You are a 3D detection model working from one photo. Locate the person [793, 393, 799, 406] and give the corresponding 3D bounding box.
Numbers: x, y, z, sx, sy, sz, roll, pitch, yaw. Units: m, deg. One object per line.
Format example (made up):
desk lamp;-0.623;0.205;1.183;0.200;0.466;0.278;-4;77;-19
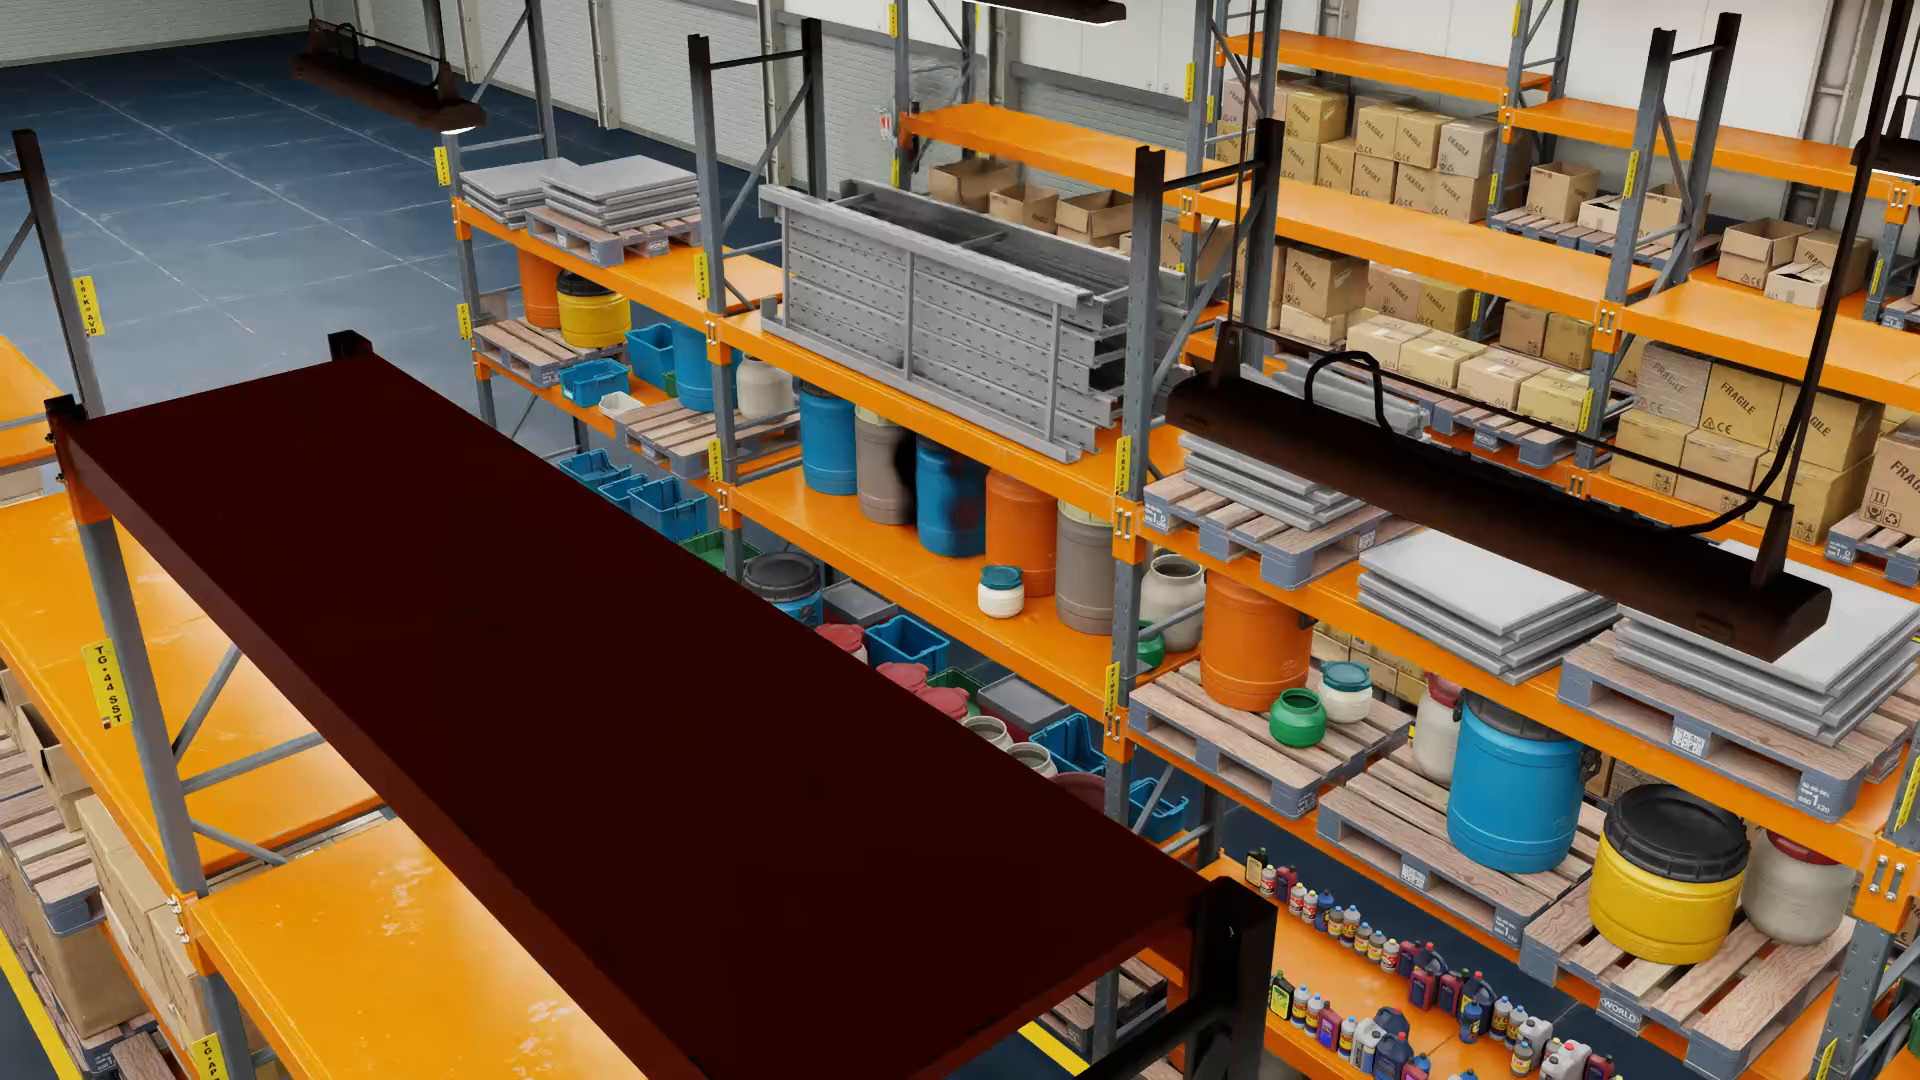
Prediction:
person;-2.104;-2.097;19.897;0.607;1.675;0.593;-1;27;-1
